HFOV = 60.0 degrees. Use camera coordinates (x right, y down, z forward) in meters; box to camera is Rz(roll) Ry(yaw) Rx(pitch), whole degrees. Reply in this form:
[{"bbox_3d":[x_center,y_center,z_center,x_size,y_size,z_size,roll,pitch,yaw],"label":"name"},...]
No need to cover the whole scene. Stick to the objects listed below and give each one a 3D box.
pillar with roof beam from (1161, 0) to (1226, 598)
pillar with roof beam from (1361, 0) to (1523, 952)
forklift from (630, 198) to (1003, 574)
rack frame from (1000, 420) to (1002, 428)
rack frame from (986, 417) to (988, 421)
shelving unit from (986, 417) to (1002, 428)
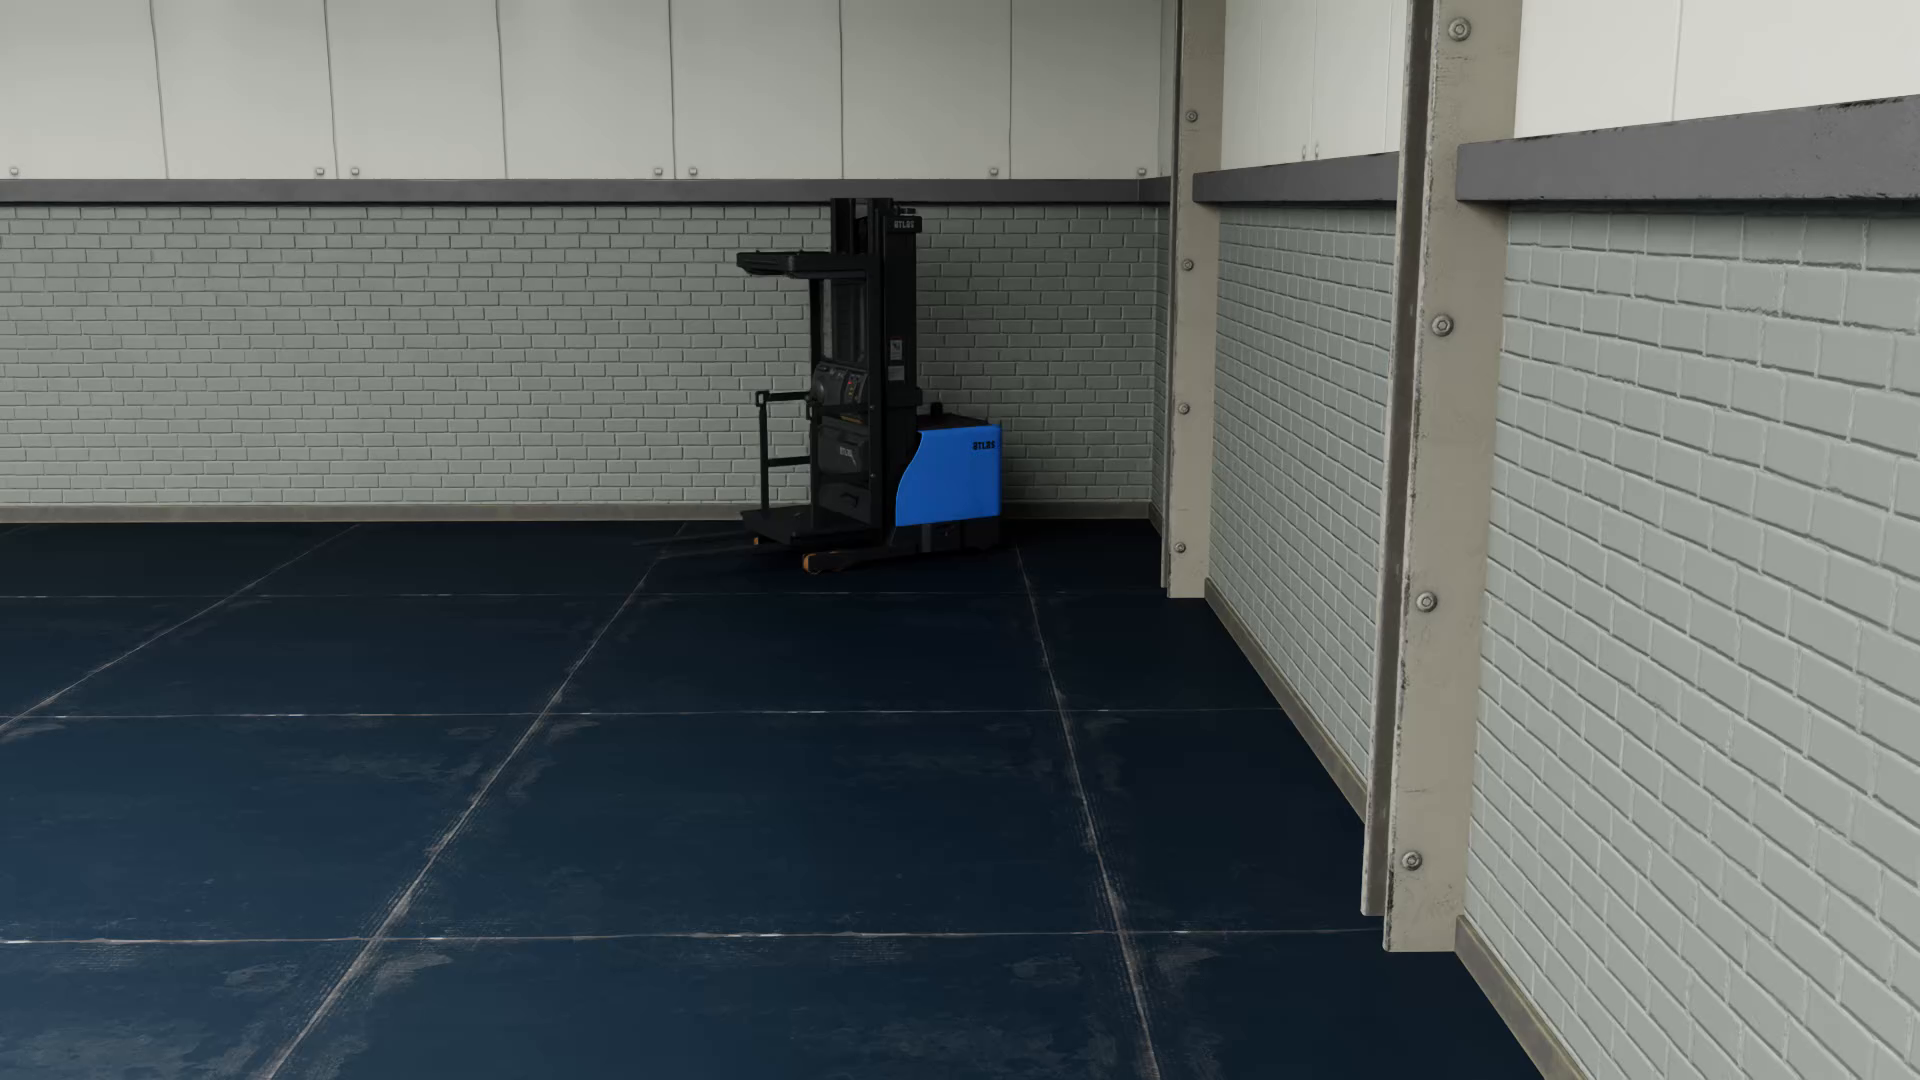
[{"bbox_3d":[-2.598,-4.002,11.651,9.100,9.000,0.400,0,11,-1],"label":"pillar with roof beam"},{"bbox_3d":[-2.474,-2.809,5.772,9.100,9.000,0.400,0,11,-1],"label":"pillar with roof beam"},{"bbox_3d":[-1.166,-1.283,13.512,3.031,2.935,1.130,-7,13,-29],"label":"forklift"},{"bbox_3d":[0.277,-0.516,14.461,0.200,1.050,0.008,-7,13,-29],"label":"rack frame"},{"bbox_3d":[0.155,-0.558,14.668,0.200,1.050,0.008,-7,13,-29],"label":"rack frame"},{"bbox_3d":[0.216,-0.537,14.564,0.215,1.050,0.252,-7,13,-29],"label":"shelving unit"}]
